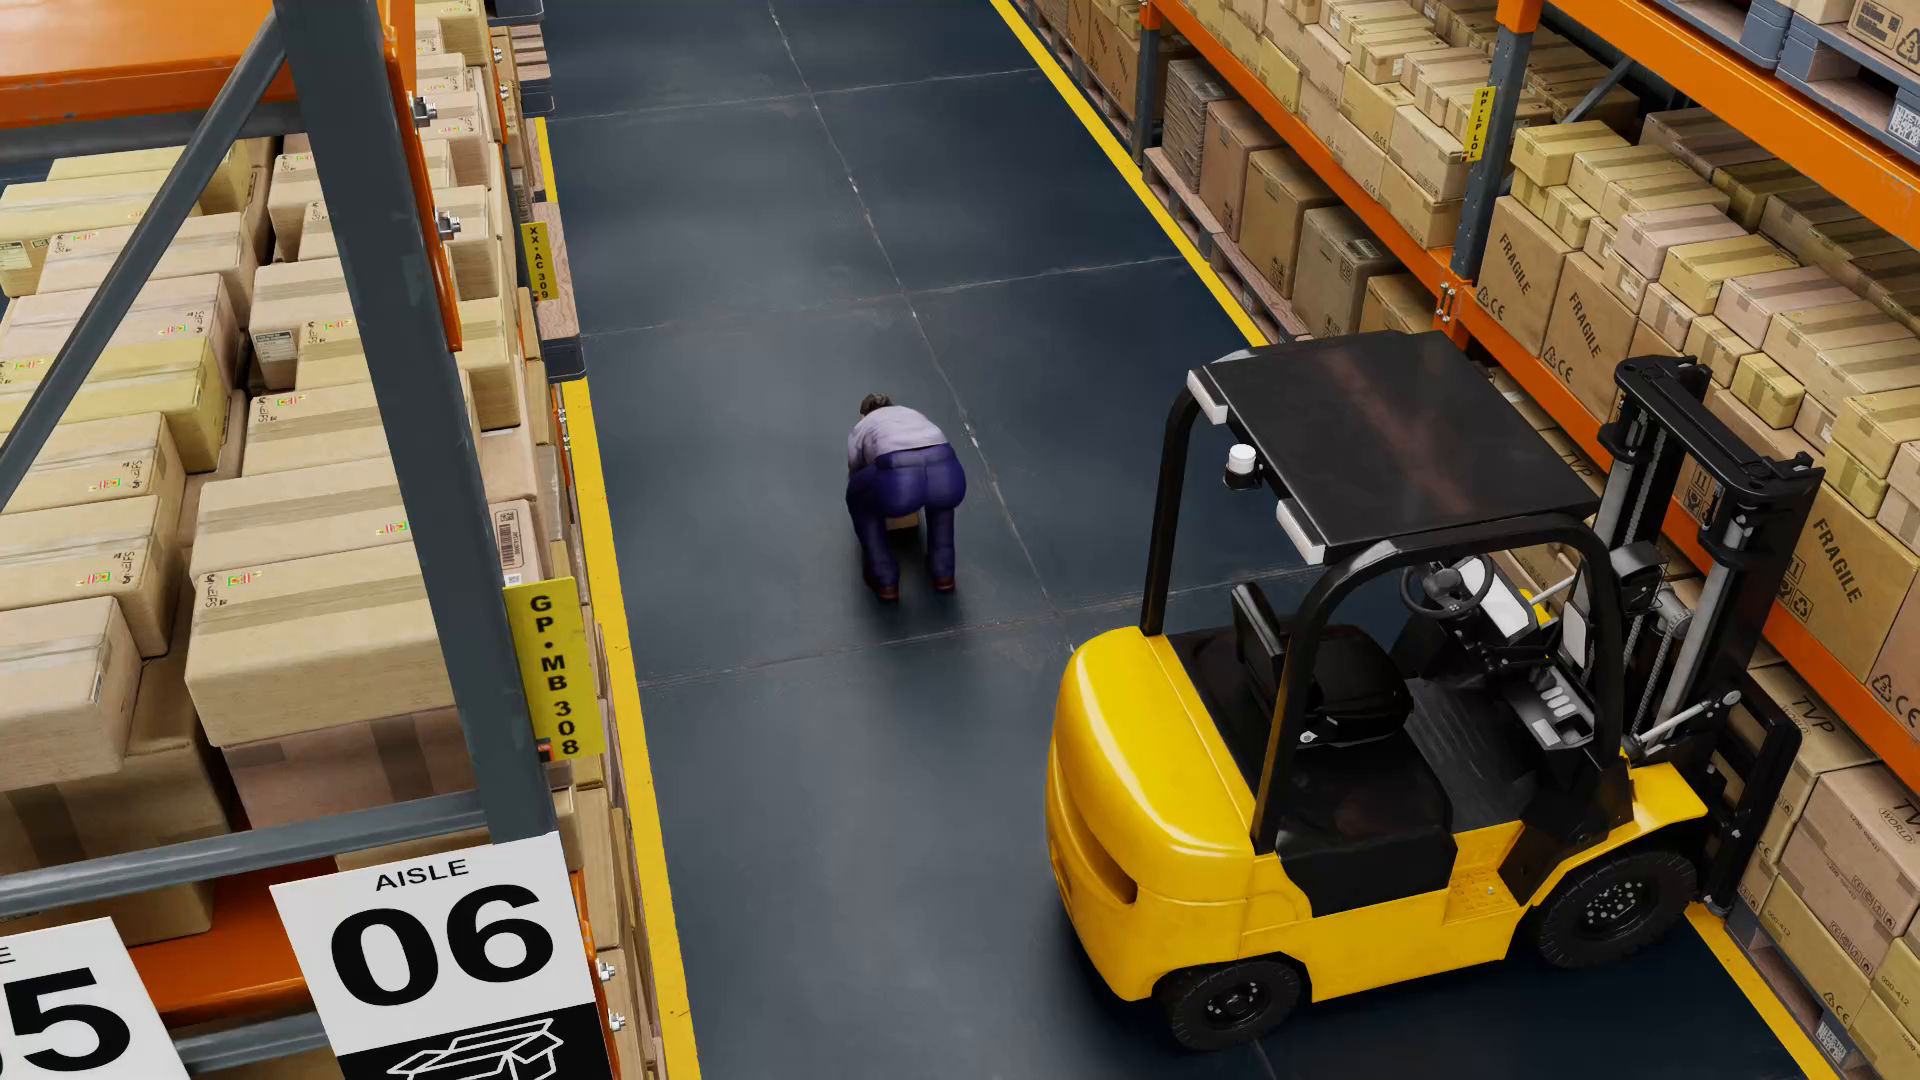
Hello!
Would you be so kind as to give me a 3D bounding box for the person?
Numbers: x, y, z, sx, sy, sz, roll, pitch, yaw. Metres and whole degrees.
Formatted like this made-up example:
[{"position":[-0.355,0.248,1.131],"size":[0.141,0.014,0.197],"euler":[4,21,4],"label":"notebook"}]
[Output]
[{"position":[-0.278,-0.243,7.673],"size":[0.519,0.854,0.899],"euler":[-11,40,-14],"label":"person"}]
